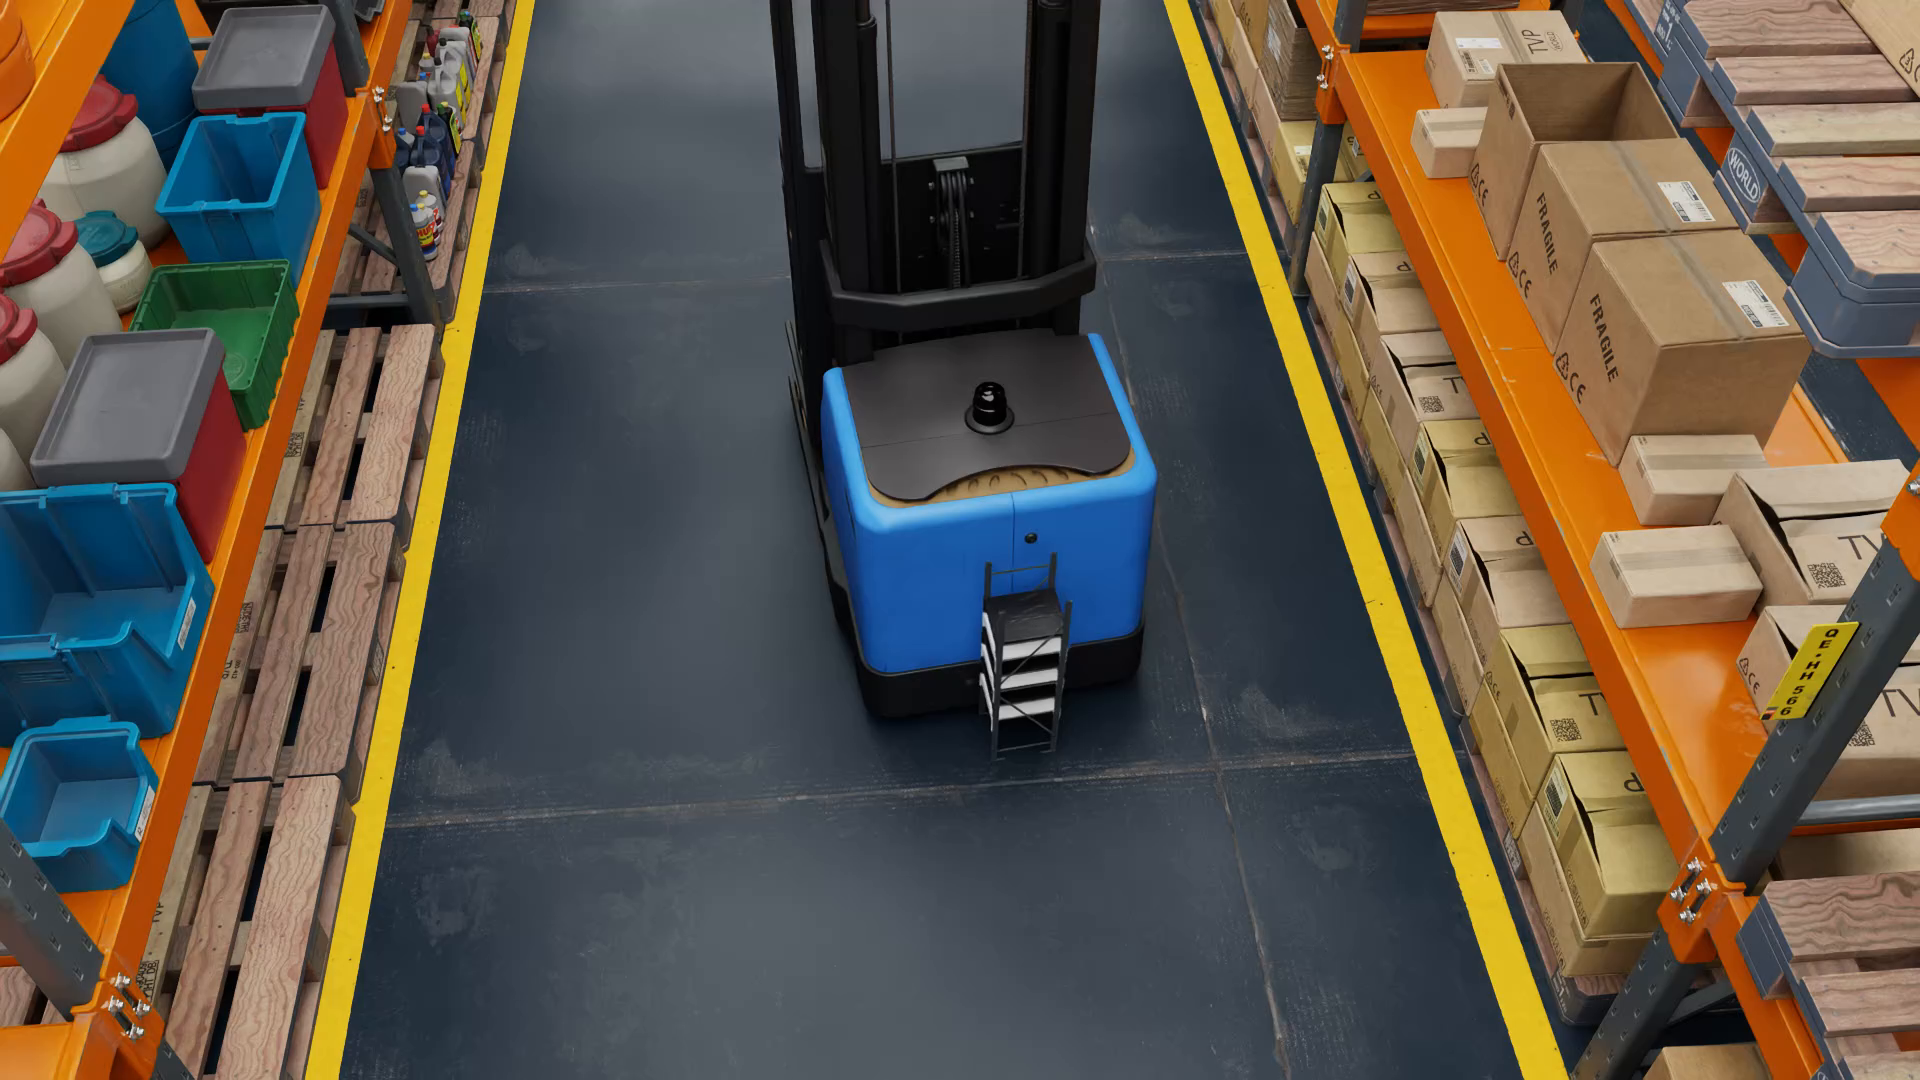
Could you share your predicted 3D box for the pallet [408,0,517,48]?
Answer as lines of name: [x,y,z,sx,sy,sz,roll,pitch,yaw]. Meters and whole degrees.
pallet: [-3.095,-3.240,9.673,1.003,0.211,1.213,-3,47,-3]

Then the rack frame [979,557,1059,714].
rack frame: [0.197,0.347,5.774,0.240,0.900,0.006,-8,53,-8]

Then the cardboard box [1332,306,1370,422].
cardboard box: [1.889,-0.766,7.014,0.500,0.250,0.500,-2,47,-2]

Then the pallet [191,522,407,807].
pallet: [-2.666,0.464,6.165,1.003,0.211,1.213,-3,47,-3]

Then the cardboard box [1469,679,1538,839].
cardboard box: [2.061,0.713,5.613,0.500,0.250,0.500,-4,47,-4]

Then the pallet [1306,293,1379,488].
pallet: [2.161,-0.754,7.319,1.003,0.211,1.213,-3,47,-3]

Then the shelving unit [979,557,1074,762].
shelving unit: [0.217,0.427,5.714,0.258,0.900,0.210,-8,53,-8]

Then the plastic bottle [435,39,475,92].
plastic bottle: [-2.615,-2.467,8.594,0.152,0.276,0.135,-5,47,-4]

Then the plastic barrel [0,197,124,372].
plastic barrel: [-2.953,-0.755,5.306,0.433,0.535,0.433,0,47,0]

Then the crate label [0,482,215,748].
crate label: [-2.355,0.202,4.469,0.502,0.435,0.616,-3,47,-3]

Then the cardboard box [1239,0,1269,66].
cardboard box: [1.728,-2.746,8.373,0.500,0.500,0.500,-3,47,-3]

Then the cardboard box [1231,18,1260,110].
cardboard box: [1.715,-2.488,8.645,0.500,0.250,0.500,-3,47,-3]

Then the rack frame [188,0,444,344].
rack frame: [-2.876,-1.945,6.526,1.000,3.000,0.127,-3,47,-3]

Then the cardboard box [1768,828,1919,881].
cardboard box: [2.644,0.862,5.086,0.500,0.311,0.500,-2,47,-2]

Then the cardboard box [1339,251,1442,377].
cardboard box: [1.883,-0.959,6.810,0.500,0.311,0.500,-4,47,-4]

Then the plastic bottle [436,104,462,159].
plastic bottle: [-2.518,-2.030,8.175,0.061,0.283,0.133,-2,47,-2]

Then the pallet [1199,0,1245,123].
pallet: [1.930,-2.747,9.206,1.003,0.211,1.213,-3,47,-3]

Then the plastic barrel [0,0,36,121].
plastic barrel: [-2.448,-1.311,3.564,0.600,0.830,0.708,-3,47,-3]

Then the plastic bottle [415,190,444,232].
plastic bottle: [-2.483,-1.538,7.765,0.097,0.201,0.097,0,47,0]

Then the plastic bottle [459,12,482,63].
plastic bottle: [-2.592,-2.671,8.781,0.061,0.283,0.133,-2,47,-2]

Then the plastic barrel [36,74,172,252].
plastic barrel: [-3.014,-1.286,5.809,0.433,0.535,0.433,0,47,0]

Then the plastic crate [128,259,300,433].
plastic crate: [-2.449,-0.629,5.426,0.450,0.188,0.662,-3,47,-3]

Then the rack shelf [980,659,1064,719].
rack shelf: [0.215,0.502,5.811,0.258,0.077,0.200,-8,53,-8]

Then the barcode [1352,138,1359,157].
barcode: [1.667,-1.655,7.009,0.001,0.075,0.075,-3,47,-3]

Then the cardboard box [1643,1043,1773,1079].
cardboard box: [2.148,1.706,4.487,0.500,0.500,0.500,-2,47,-2]

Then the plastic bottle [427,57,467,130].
plastic bottle: [-2.581,-2.239,8.326,0.144,0.351,0.185,-4,47,-4]

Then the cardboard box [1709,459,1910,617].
cardboard box: [2.513,0.022,4.724,0.500,0.311,0.500,-4,47,-4]

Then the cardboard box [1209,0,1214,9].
cardboard box: [1.636,-3.212,9.330,0.500,0.250,0.500,-3,47,-3]

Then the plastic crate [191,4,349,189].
plastic crate: [-2.531,-1.635,6.189,0.402,0.464,0.583,-3,47,-3]

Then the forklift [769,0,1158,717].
forklift: [-0.127,-1.454,6.108,1.130,2.935,3.031,-9,47,-8]

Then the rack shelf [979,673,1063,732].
rack shelf: [0.213,0.556,5.883,0.258,0.077,0.200,-8,53,-8]

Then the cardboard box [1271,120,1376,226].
cardboard box: [1.804,-1.765,7.960,0.500,0.250,0.500,-3,47,-3]

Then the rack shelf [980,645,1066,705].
rack shelf: [0.217,0.447,5.740,0.258,0.077,0.200,-8,53,-8]

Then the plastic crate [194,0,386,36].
plastic crate: [-2.793,-2.310,6.915,0.767,0.338,0.504,-3,47,-3]

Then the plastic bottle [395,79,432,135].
plastic bottle: [-2.727,-2.186,8.327,0.152,0.276,0.135,-3,47,-3]

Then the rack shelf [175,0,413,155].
rack shelf: [-3.043,-3.145,8.158,1.077,0.370,4.000,-3,47,-3]

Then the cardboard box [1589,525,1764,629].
cardboard box: [2.045,0.103,4.759,0.380,0.149,0.250,-3,47,-3]

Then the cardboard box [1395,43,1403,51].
cardboard box: [2.284,-2.416,8.060,0.500,0.500,0.500,-3,47,-3]

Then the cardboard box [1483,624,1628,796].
cardboard box: [2.056,0.519,5.411,0.500,0.311,0.500,-4,47,-4]

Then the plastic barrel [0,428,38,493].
plastic barrel: [-2.875,-0.126,4.726,0.421,0.512,0.421,0,47,0]

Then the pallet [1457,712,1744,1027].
pallet: [2.365,1.011,5.647,1.003,0.211,1.213,-3,47,-3]

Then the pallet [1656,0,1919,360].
pallet: [2.249,-0.801,3.507,1.213,0.211,1.003,-2,47,-1]

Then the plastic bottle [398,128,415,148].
plastic bottle: [-2.662,-1.865,8.026,0.097,0.271,0.097,0,47,0]

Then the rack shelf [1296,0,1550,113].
rack shelf: [1.893,-3.443,8.440,1.077,0.370,4.000,-3,47,-3]

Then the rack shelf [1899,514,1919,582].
rack shelf: [2.563,1.314,1.870,1.077,0.370,4.000,-3,47,-3]

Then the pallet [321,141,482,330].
pallet: [-2.891,-1.475,8.001,1.003,0.211,1.213,-3,47,-3]

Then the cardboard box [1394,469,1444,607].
cardboard box: [1.976,-0.023,6.310,0.500,0.250,0.500,-3,47,-3]

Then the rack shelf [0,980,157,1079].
rack shelf: [-2.374,2.643,2.676,1.077,0.370,4.000,-3,47,-3]

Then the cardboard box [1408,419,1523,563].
cardboard box: [1.977,-0.209,6.100,0.500,0.311,0.500,-2,47,-2]

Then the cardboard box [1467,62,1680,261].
cardboard box: [2.152,-1.340,5.884,0.500,0.500,0.500,0,47,0]

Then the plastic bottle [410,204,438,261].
plastic bottle: [-2.466,-1.415,7.601,0.097,0.271,0.097,0,47,0]

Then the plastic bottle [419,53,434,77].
plastic bottle: [-2.738,-2.421,8.601,0.097,0.201,0.097,0,47,0]

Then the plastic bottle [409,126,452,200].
plastic bottle: [-2.530,-1.795,7.905,0.144,0.351,0.185,-2,47,-2]

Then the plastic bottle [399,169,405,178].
plastic bottle: [-2.626,-1.645,7.810,0.061,0.283,0.133,-3,47,-3]

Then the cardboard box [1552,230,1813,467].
cardboard box: [2.238,-0.597,5.180,0.500,0.500,0.500,-6,47,-5]

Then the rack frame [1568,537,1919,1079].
rack frame: [2.395,0.651,4.068,1.000,3.000,0.127,-3,47,-3]

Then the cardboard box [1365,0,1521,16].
cardboard box: [2.017,-2.598,7.076,0.700,0.500,0.500,-5,47,-4]
